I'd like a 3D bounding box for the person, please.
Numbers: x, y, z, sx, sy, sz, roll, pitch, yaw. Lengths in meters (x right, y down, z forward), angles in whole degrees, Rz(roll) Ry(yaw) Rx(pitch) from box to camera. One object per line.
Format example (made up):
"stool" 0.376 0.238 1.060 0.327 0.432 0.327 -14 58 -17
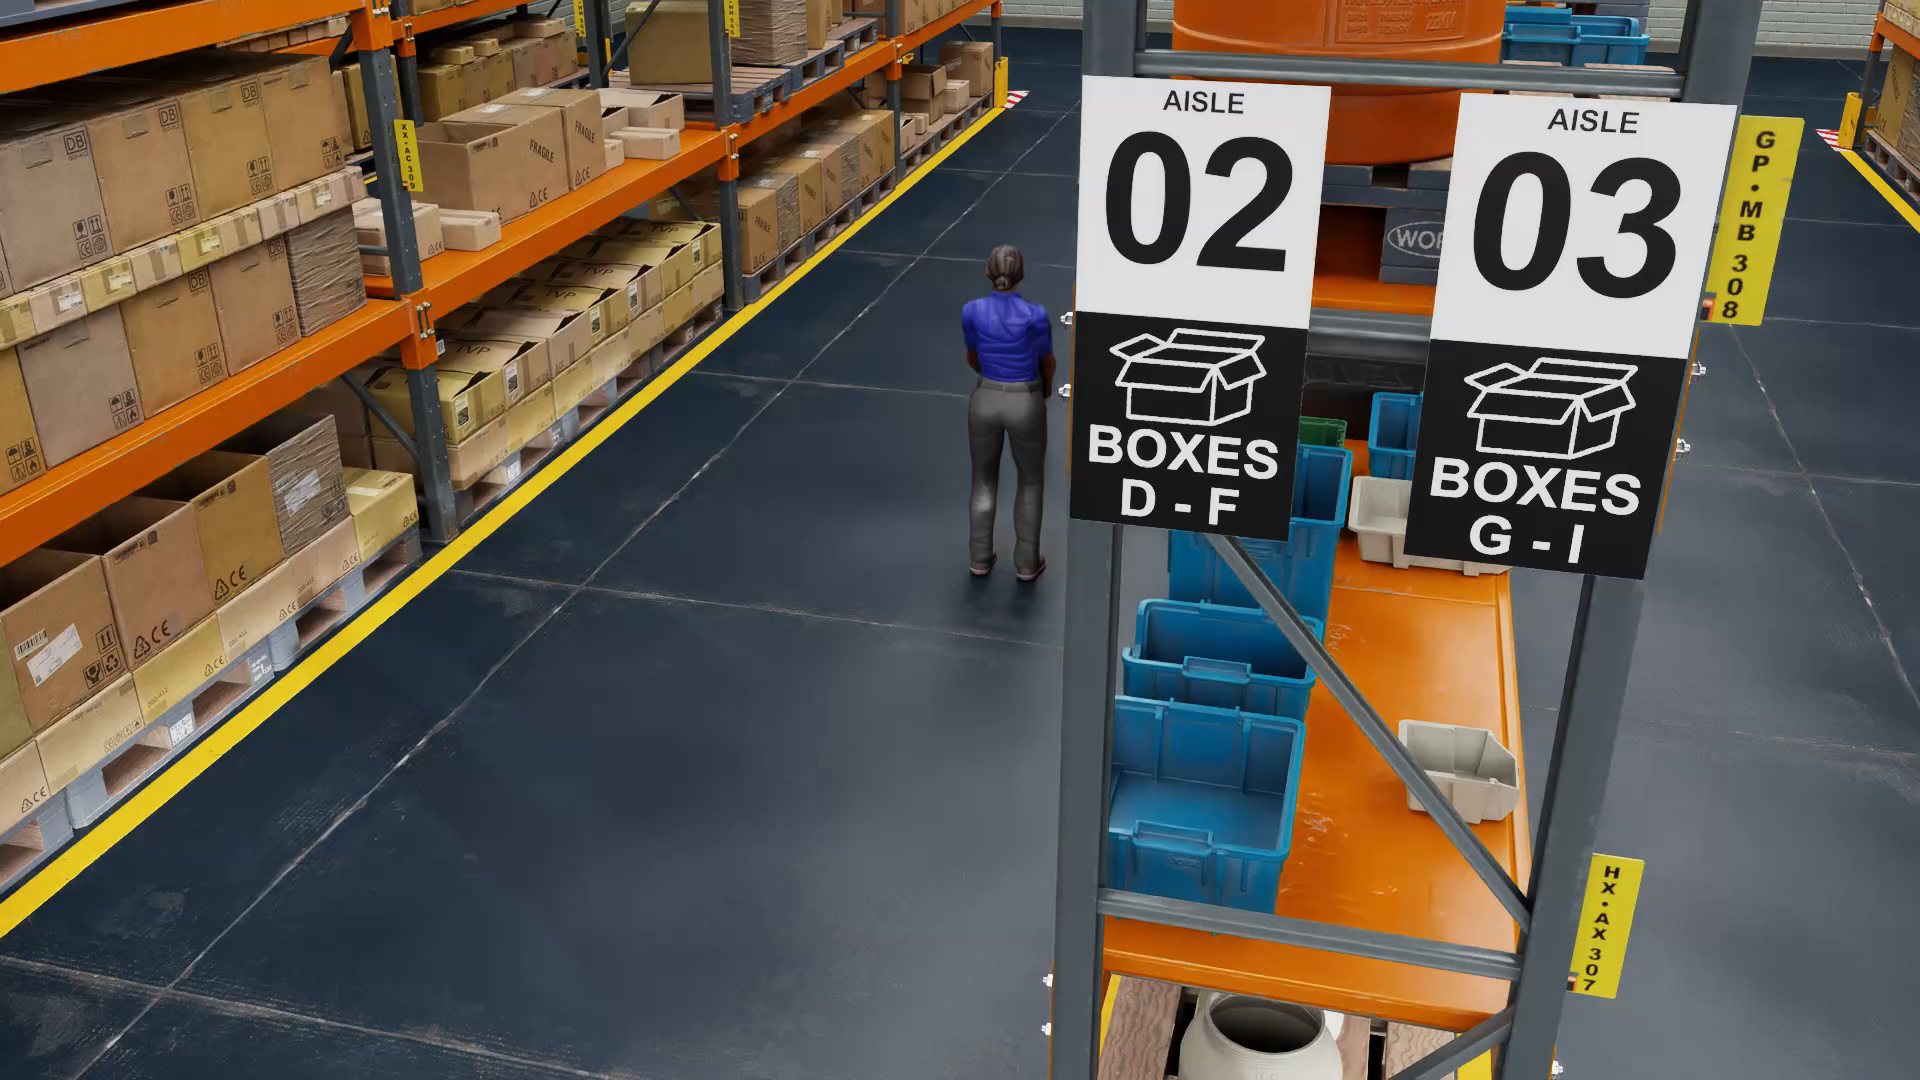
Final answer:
"person" 0.243 -0.635 7.959 0.435 1.656 0.505 6 26 13
